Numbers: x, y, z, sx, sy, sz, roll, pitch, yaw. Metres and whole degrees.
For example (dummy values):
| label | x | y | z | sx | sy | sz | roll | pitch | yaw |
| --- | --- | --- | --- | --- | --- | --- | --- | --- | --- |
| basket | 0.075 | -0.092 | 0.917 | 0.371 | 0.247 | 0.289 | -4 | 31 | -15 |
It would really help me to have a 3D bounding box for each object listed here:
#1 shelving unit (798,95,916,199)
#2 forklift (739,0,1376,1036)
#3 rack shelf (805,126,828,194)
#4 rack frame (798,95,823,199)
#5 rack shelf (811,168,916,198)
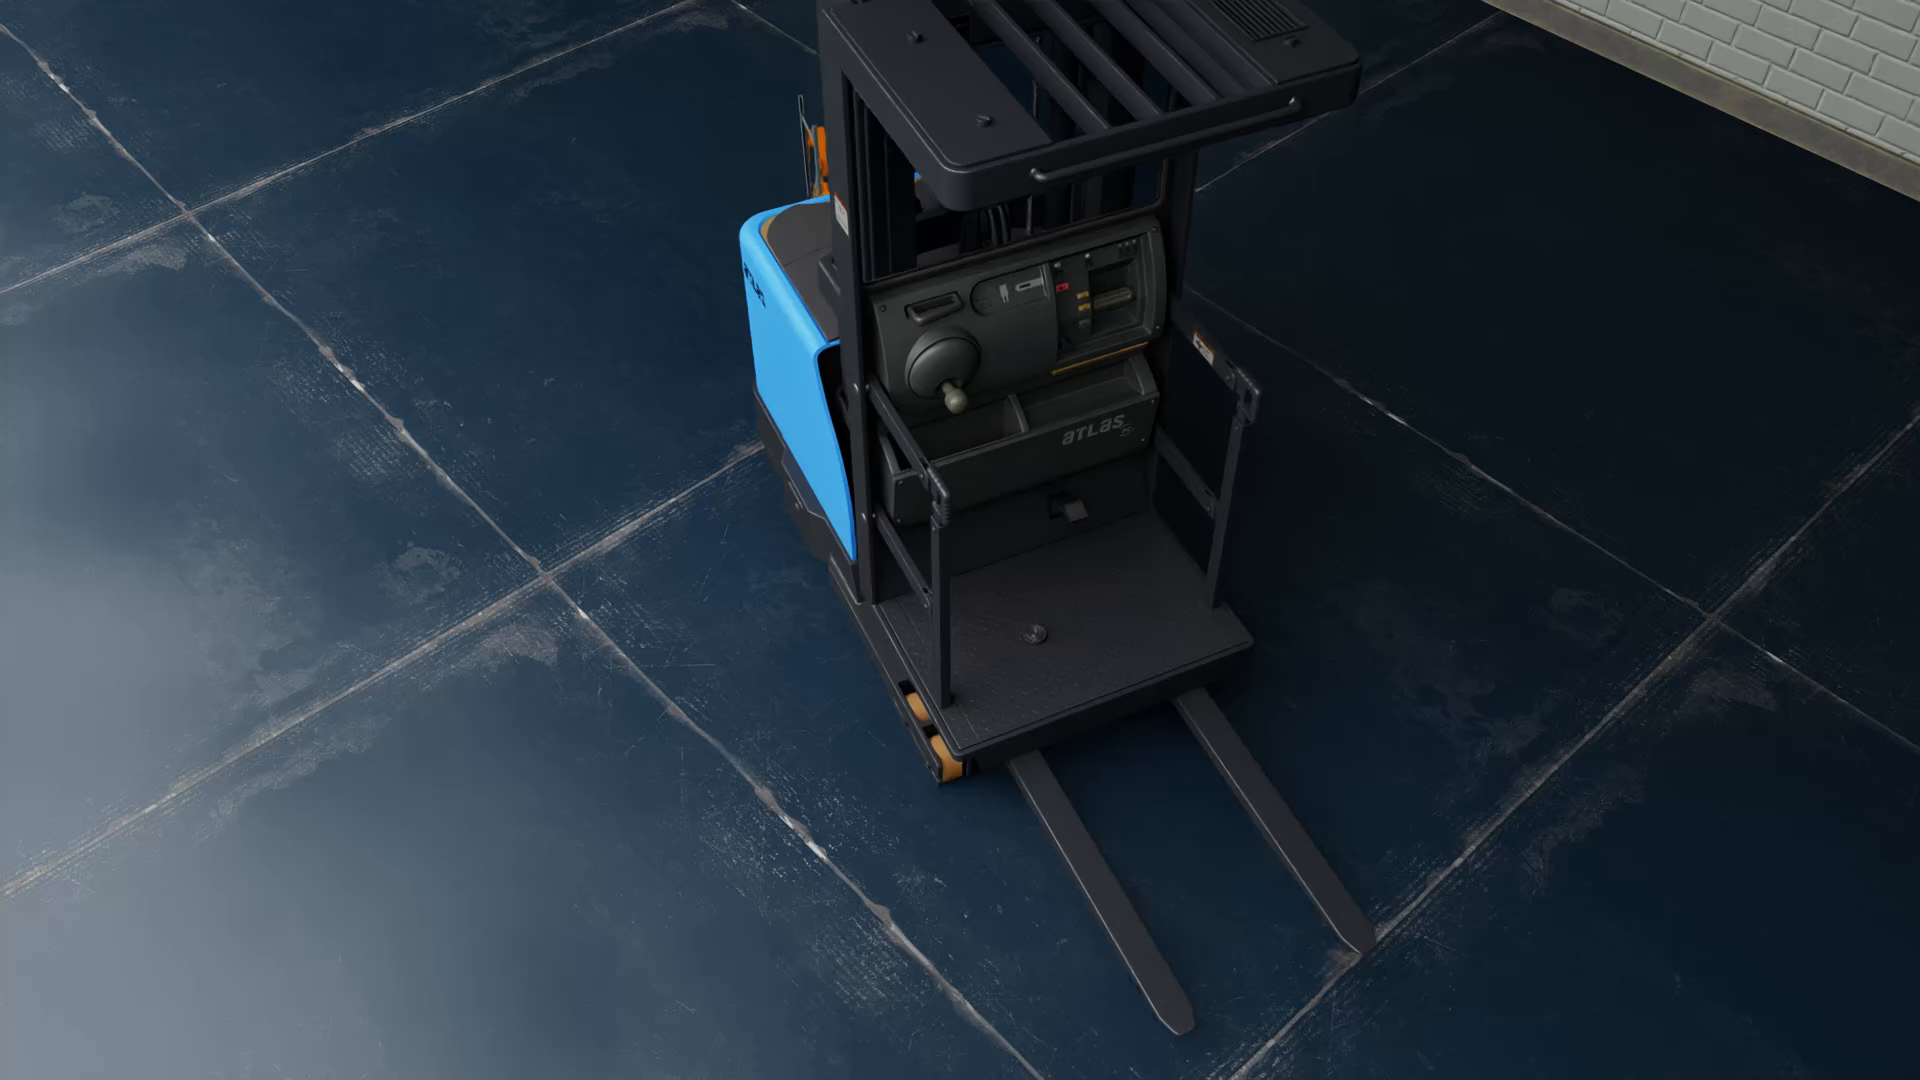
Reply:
| label | x | y | z | sx | sy | sz | roll | pitch | yaw |
| --- | --- | --- | --- | --- | --- | --- | --- | --- | --- |
| shelving unit | -0.311 | -1.181 | 6.512 | 0.503 | 1.200 | 0.258 | -13 | 45 | -12 |
| forklift | 0.282 | -0.564 | 4.776 | 1.130 | 2.935 | 3.031 | -19 | 50 | -16 |
| rack shelf | -0.319 | -1.466 | 6.241 | 0.480 | 0.148 | 0.258 | -13 | 45 | -12 |
| rack frame | -0.544 | -1.128 | 6.463 | 0.015 | 1.200 | 0.240 | -13 | 45 | -12 |
| rack shelf | -0.314 | -1.294 | 6.404 | 0.480 | 0.148 | 0.258 | -13 | 45 | -12 |
